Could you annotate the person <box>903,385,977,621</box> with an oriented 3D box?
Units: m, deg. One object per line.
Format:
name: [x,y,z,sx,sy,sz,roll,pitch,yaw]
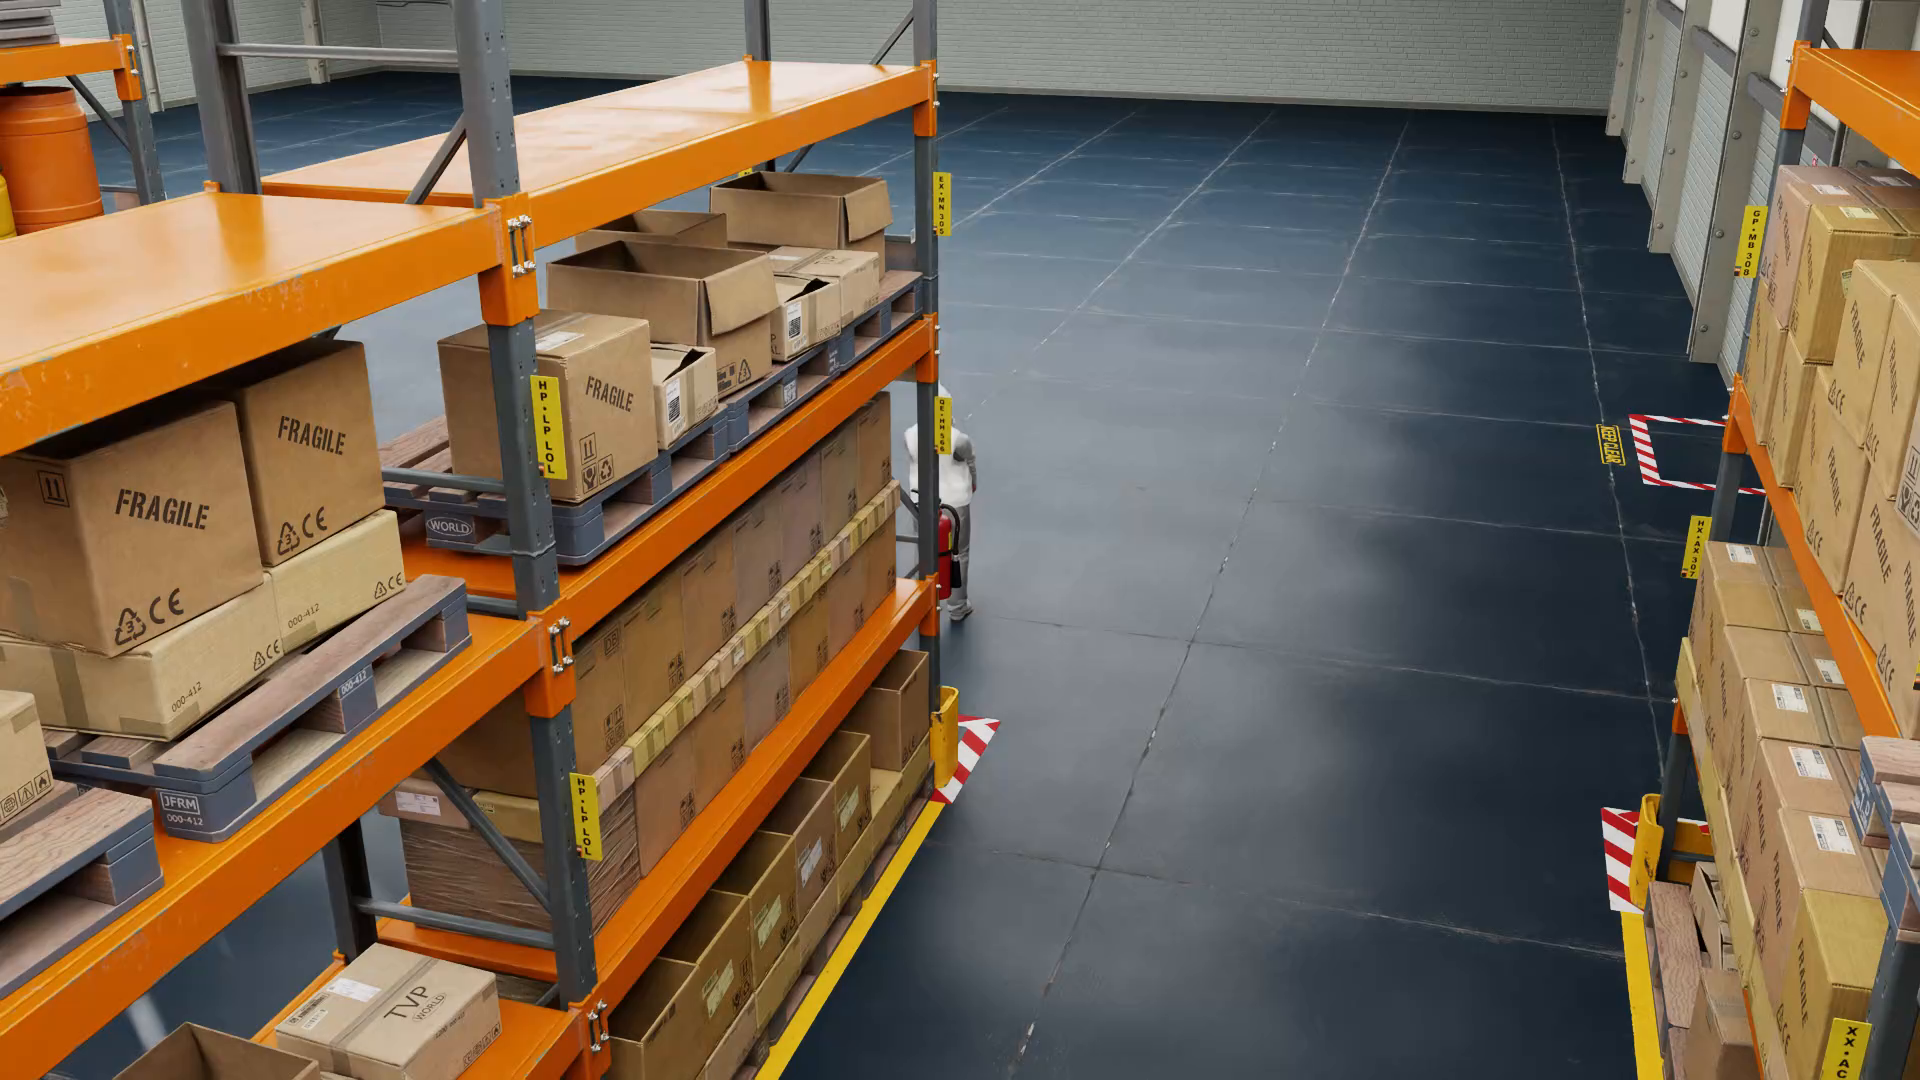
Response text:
person: [-0.109,-0.296,11.804,0.462,1.762,0.550,7,23,17]
